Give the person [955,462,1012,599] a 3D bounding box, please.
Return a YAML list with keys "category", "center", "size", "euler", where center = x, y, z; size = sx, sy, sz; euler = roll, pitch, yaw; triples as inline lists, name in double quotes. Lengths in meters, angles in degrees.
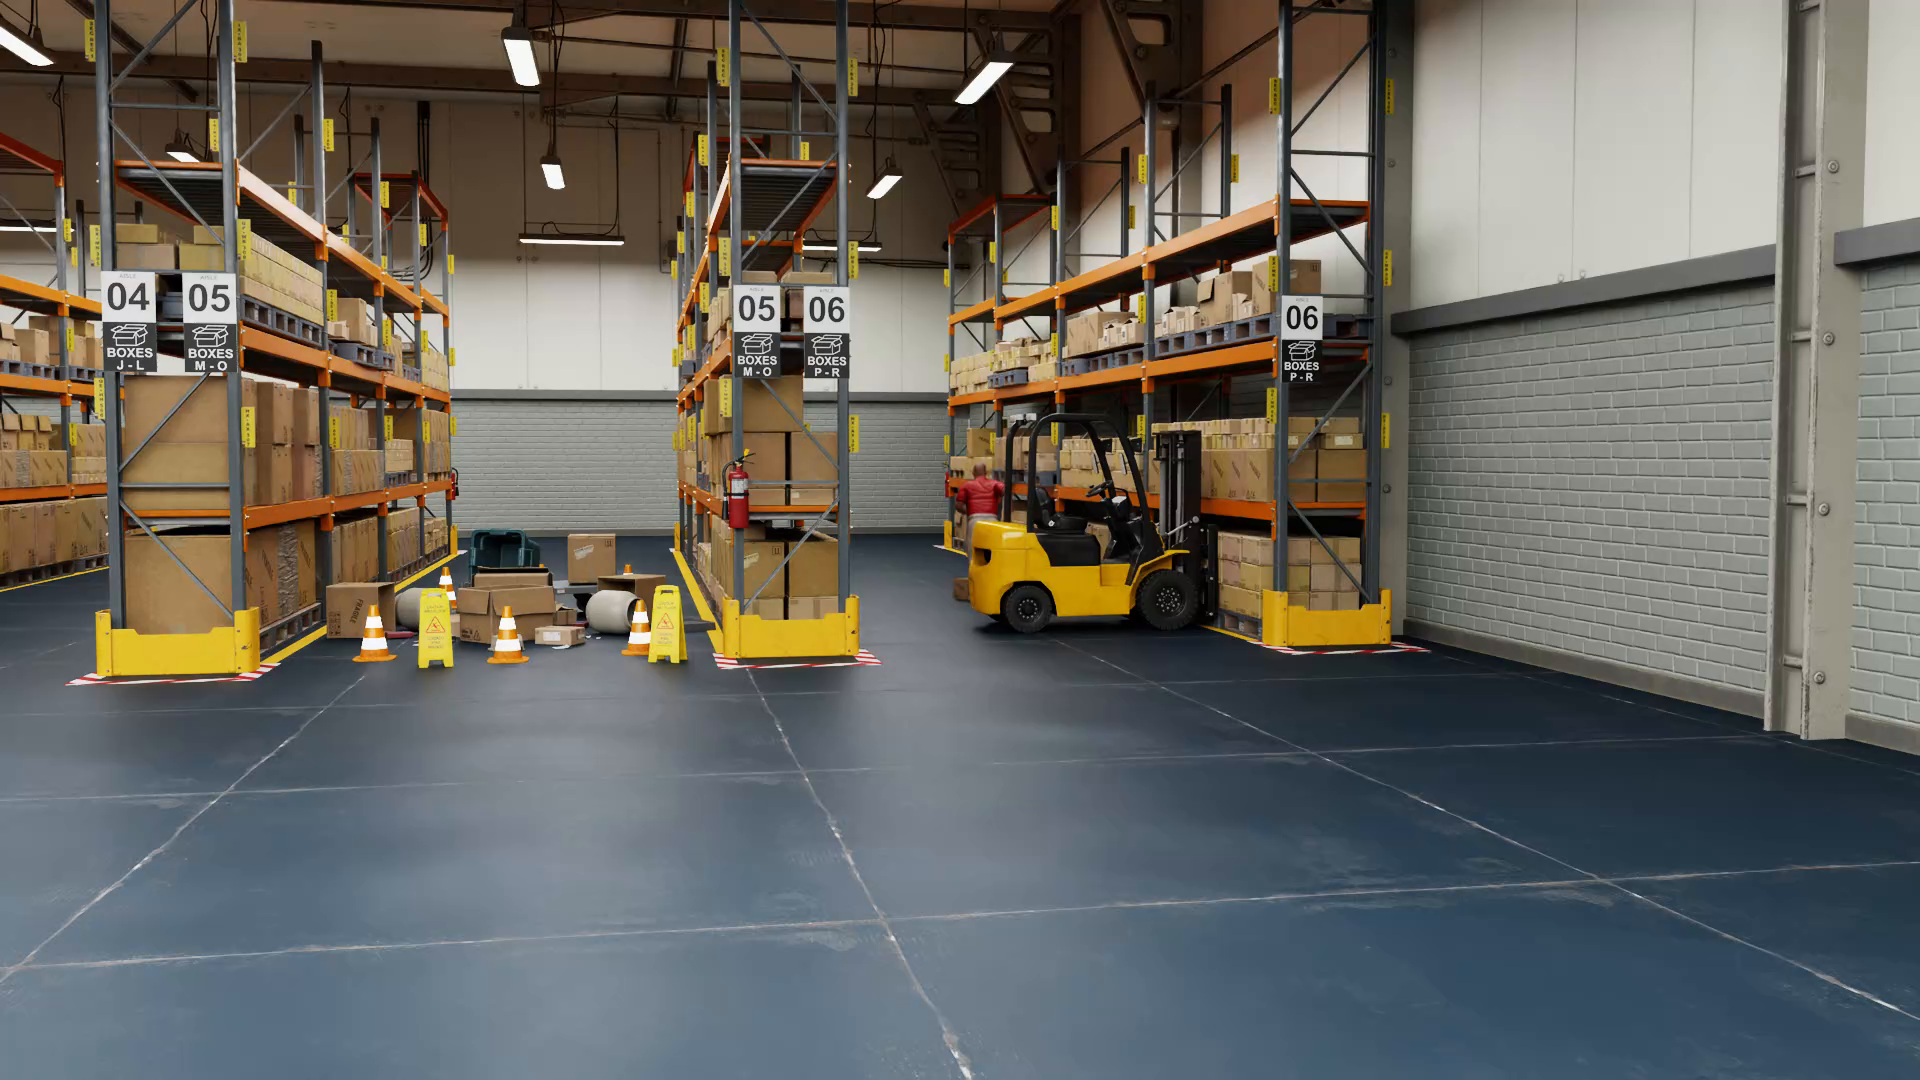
- category: "person"
  center: [0.284, -0.092, 19.865]
  size: [0.647, 1.671, 0.951]
  euler: [-1, 3, -12]
